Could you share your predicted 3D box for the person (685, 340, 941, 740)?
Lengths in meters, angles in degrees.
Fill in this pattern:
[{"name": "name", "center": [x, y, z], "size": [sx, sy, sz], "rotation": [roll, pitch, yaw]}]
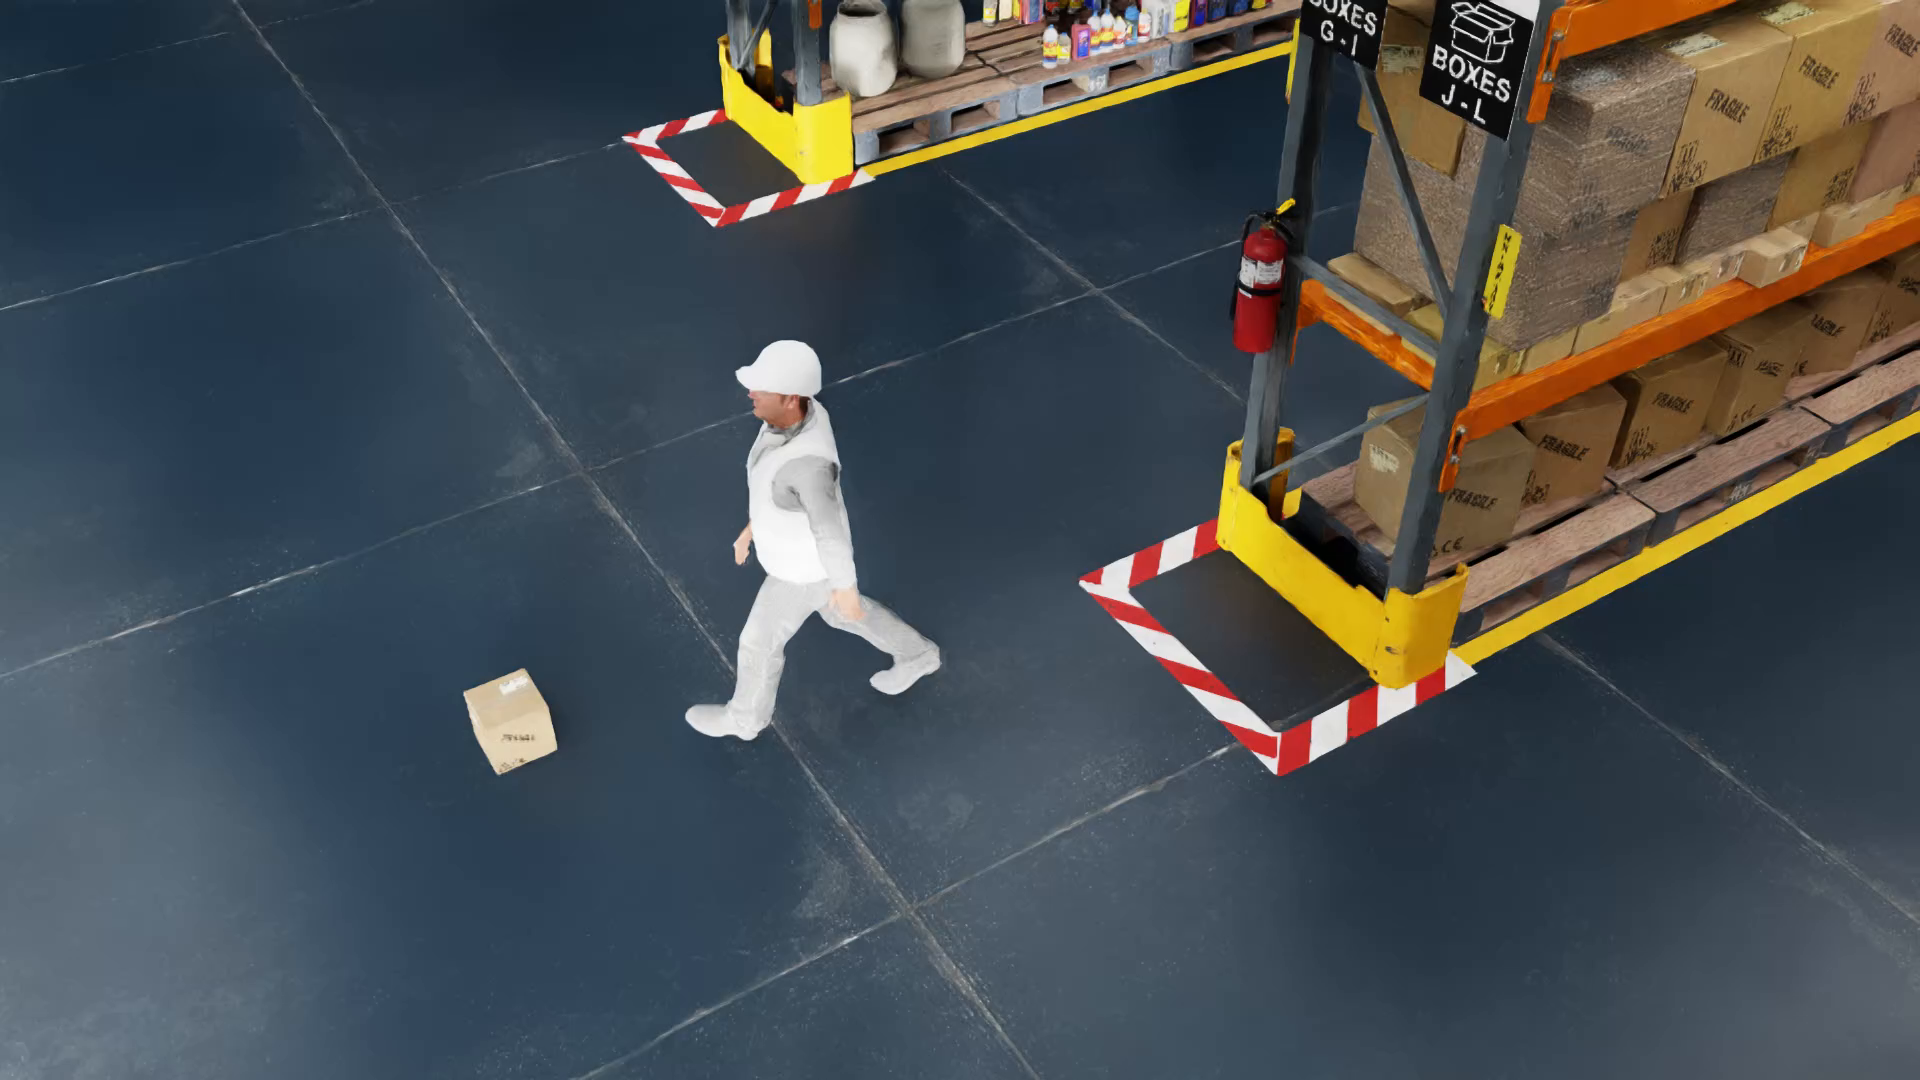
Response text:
[{"name": "person", "center": [-0.577, 0.024, 6.119], "size": [1.024, 1.737, 0.542], "rotation": [-4, 41, -5]}]
